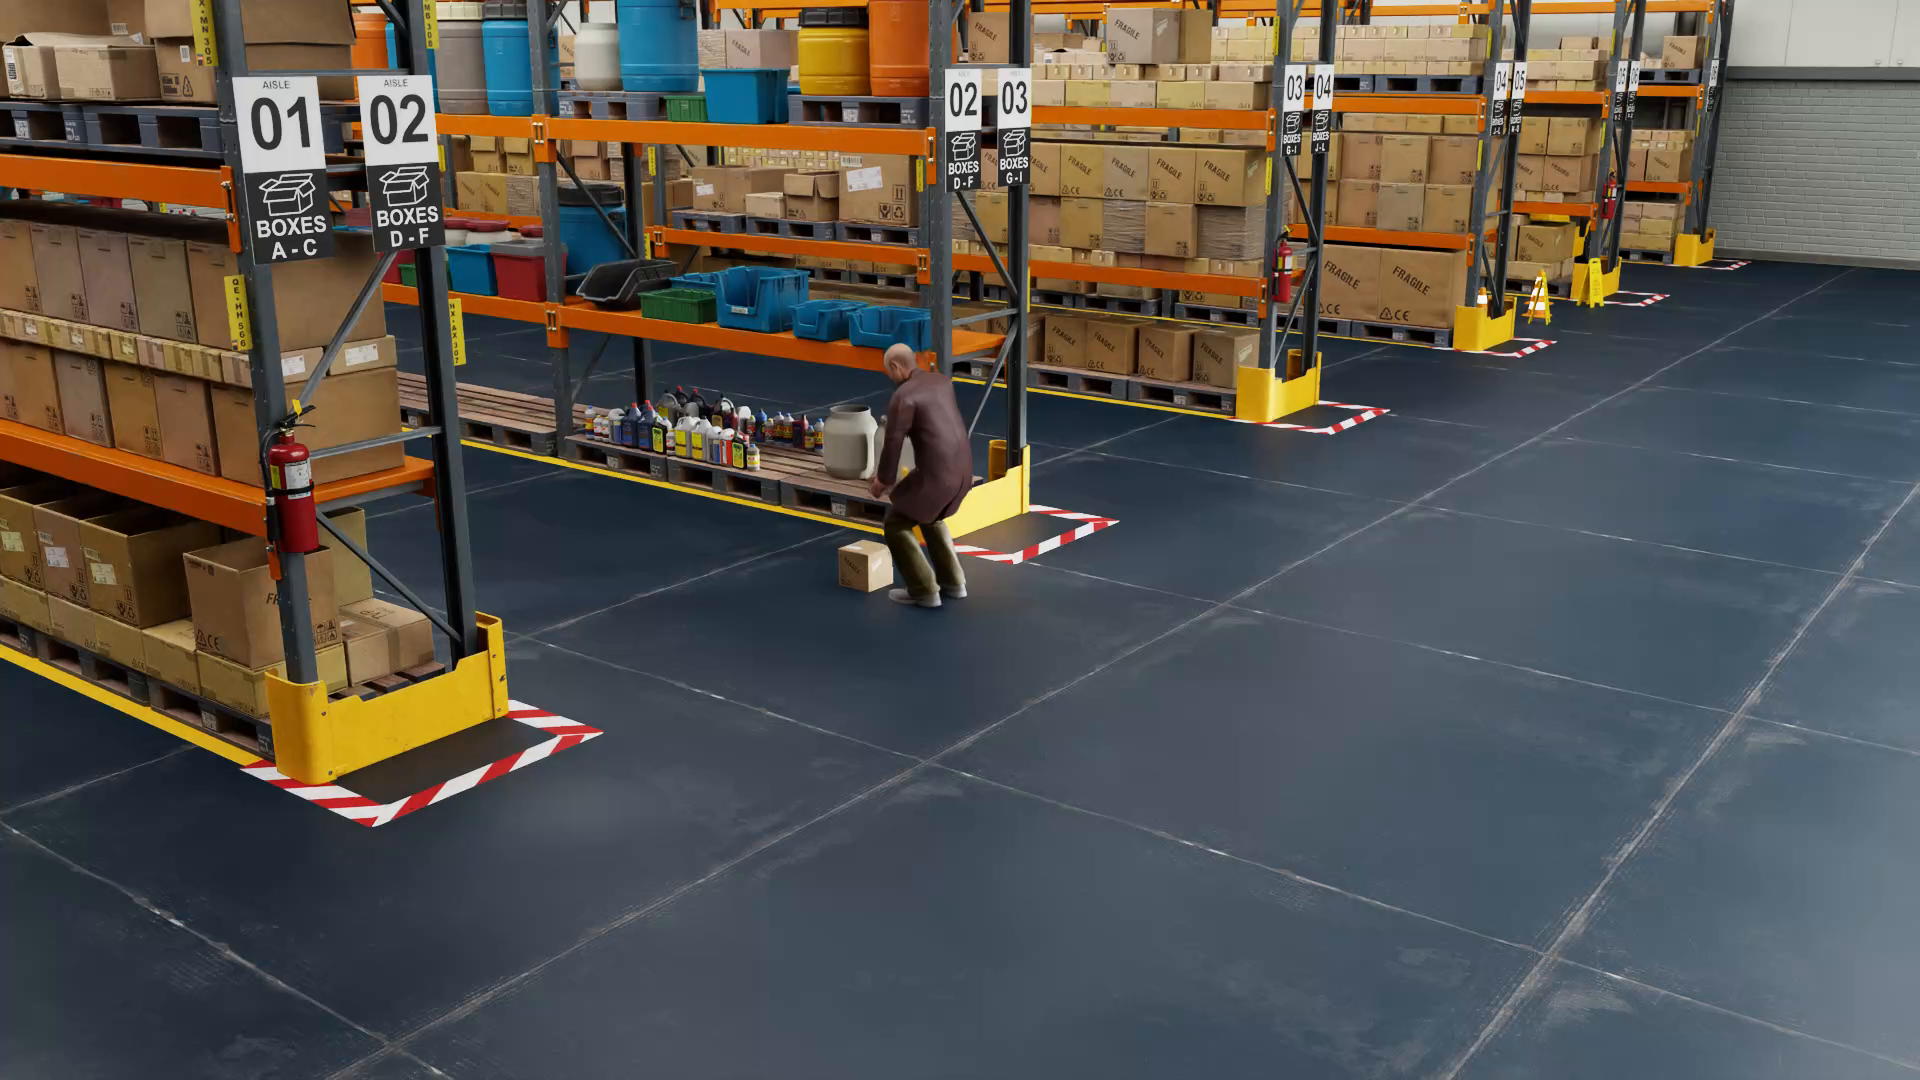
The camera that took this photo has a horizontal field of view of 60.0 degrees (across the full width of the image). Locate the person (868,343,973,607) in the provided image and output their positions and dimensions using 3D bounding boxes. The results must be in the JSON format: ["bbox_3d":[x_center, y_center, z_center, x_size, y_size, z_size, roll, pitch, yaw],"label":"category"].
[{"bbox_3d":[-0.220,-0.394,10.224,0.564,1.611,0.620,12,20,36],"label":"person"}]
